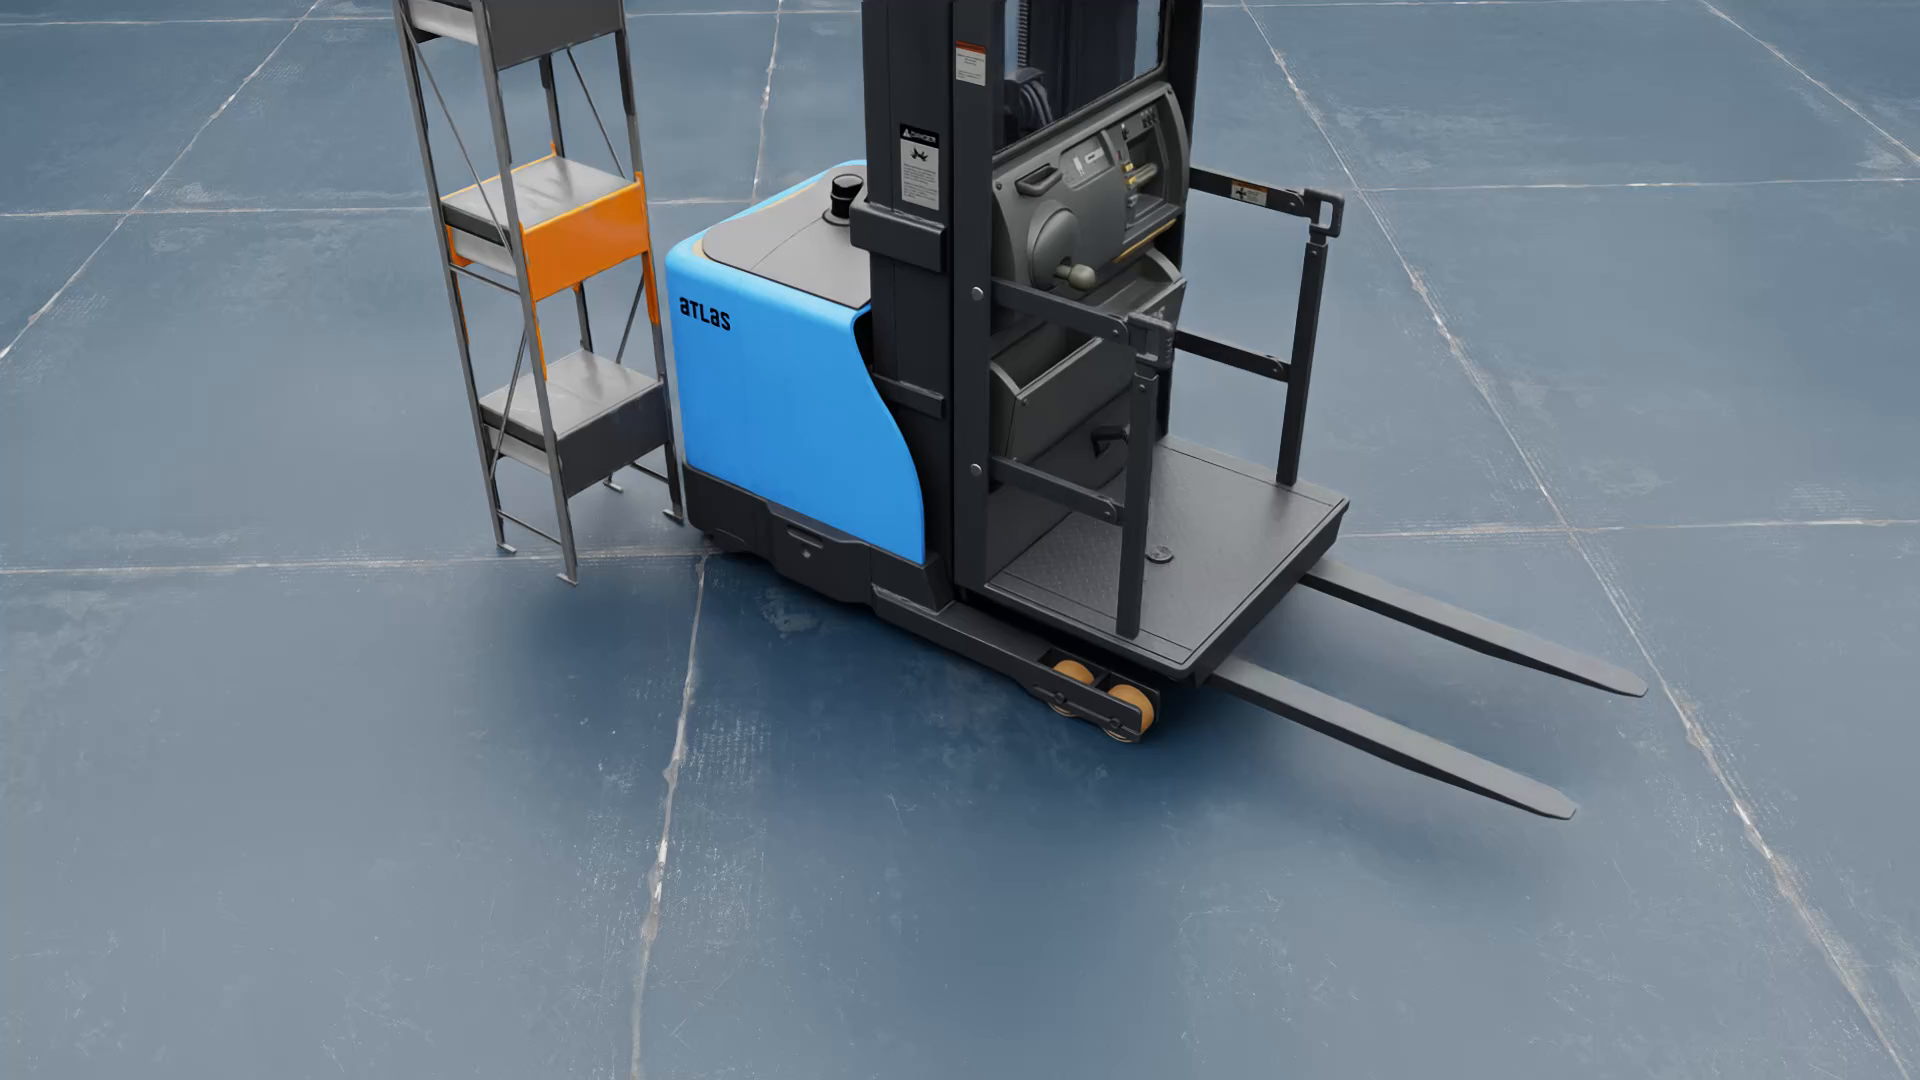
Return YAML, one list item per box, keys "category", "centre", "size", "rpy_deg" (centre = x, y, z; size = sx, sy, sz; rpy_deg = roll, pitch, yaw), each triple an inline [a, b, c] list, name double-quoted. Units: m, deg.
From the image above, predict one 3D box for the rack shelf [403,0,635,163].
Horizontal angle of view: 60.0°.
- category: "rack shelf"
  centre: [-1.285, -1.454, 4.799]
  size: [0.431, 0.518, 0.480]
  rpy_deg: [24, 41, 30]

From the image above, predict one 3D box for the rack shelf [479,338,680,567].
- category: "rack shelf"
  centre: [-1.283, -0.303, 5.596]
  size: [0.431, 0.518, 0.480]
  rpy_deg: [24, 41, 30]

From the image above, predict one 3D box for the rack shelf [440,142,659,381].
- category: "rack shelf"
  centre: [-1.284, -0.878, 5.198]
  size: [0.431, 0.518, 0.480]
  rpy_deg: [24, 41, 30]

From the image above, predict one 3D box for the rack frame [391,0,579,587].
- category: "rack frame"
  centre: [-1.433, -0.779, 5.031]
  size: [0.400, 2.100, 0.015]
  rpy_deg: [24, 41, 30]

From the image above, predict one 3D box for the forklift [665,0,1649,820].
- category: "forklift"
  centre: [0.551, -0.957, 4.557]
  size: [3.031, 2.935, 1.130]
  rpy_deg: [22, 41, 29]

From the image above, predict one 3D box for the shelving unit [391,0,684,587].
- category: "shelving unit"
  centre: [-1.284, -0.890, 5.190]
  size: [0.431, 2.100, 0.503]
  rpy_deg: [24, 41, 30]

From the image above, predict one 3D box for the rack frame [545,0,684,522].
- category: "rack frame"
  centre: [-1.135, -1.000, 5.349]
  size: [0.400, 2.100, 0.015]
  rpy_deg: [24, 41, 30]
